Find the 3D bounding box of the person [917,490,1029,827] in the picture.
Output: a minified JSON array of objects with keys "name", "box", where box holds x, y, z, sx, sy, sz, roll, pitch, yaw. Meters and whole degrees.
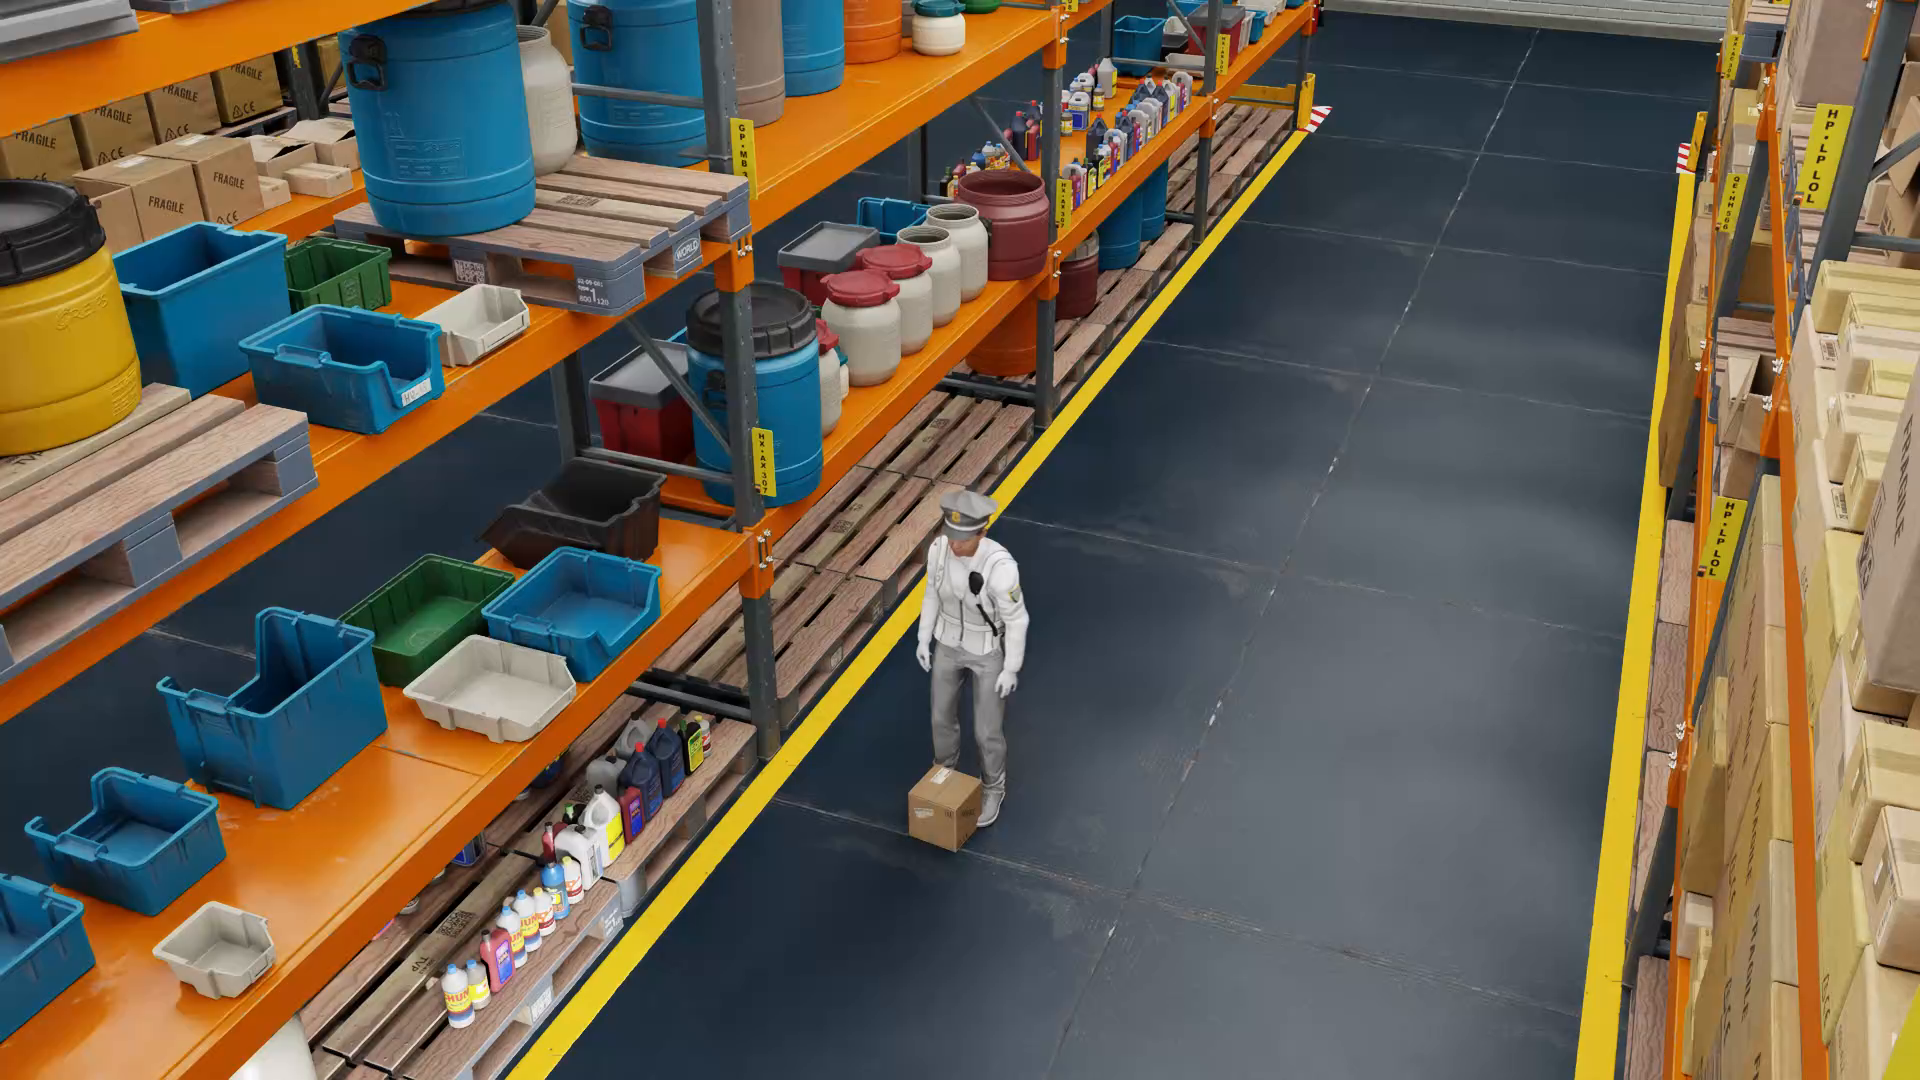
[{"name":"person","box":[0.046,0.517,7.485,0.529,1.663,0.375,16,34,26]}]
